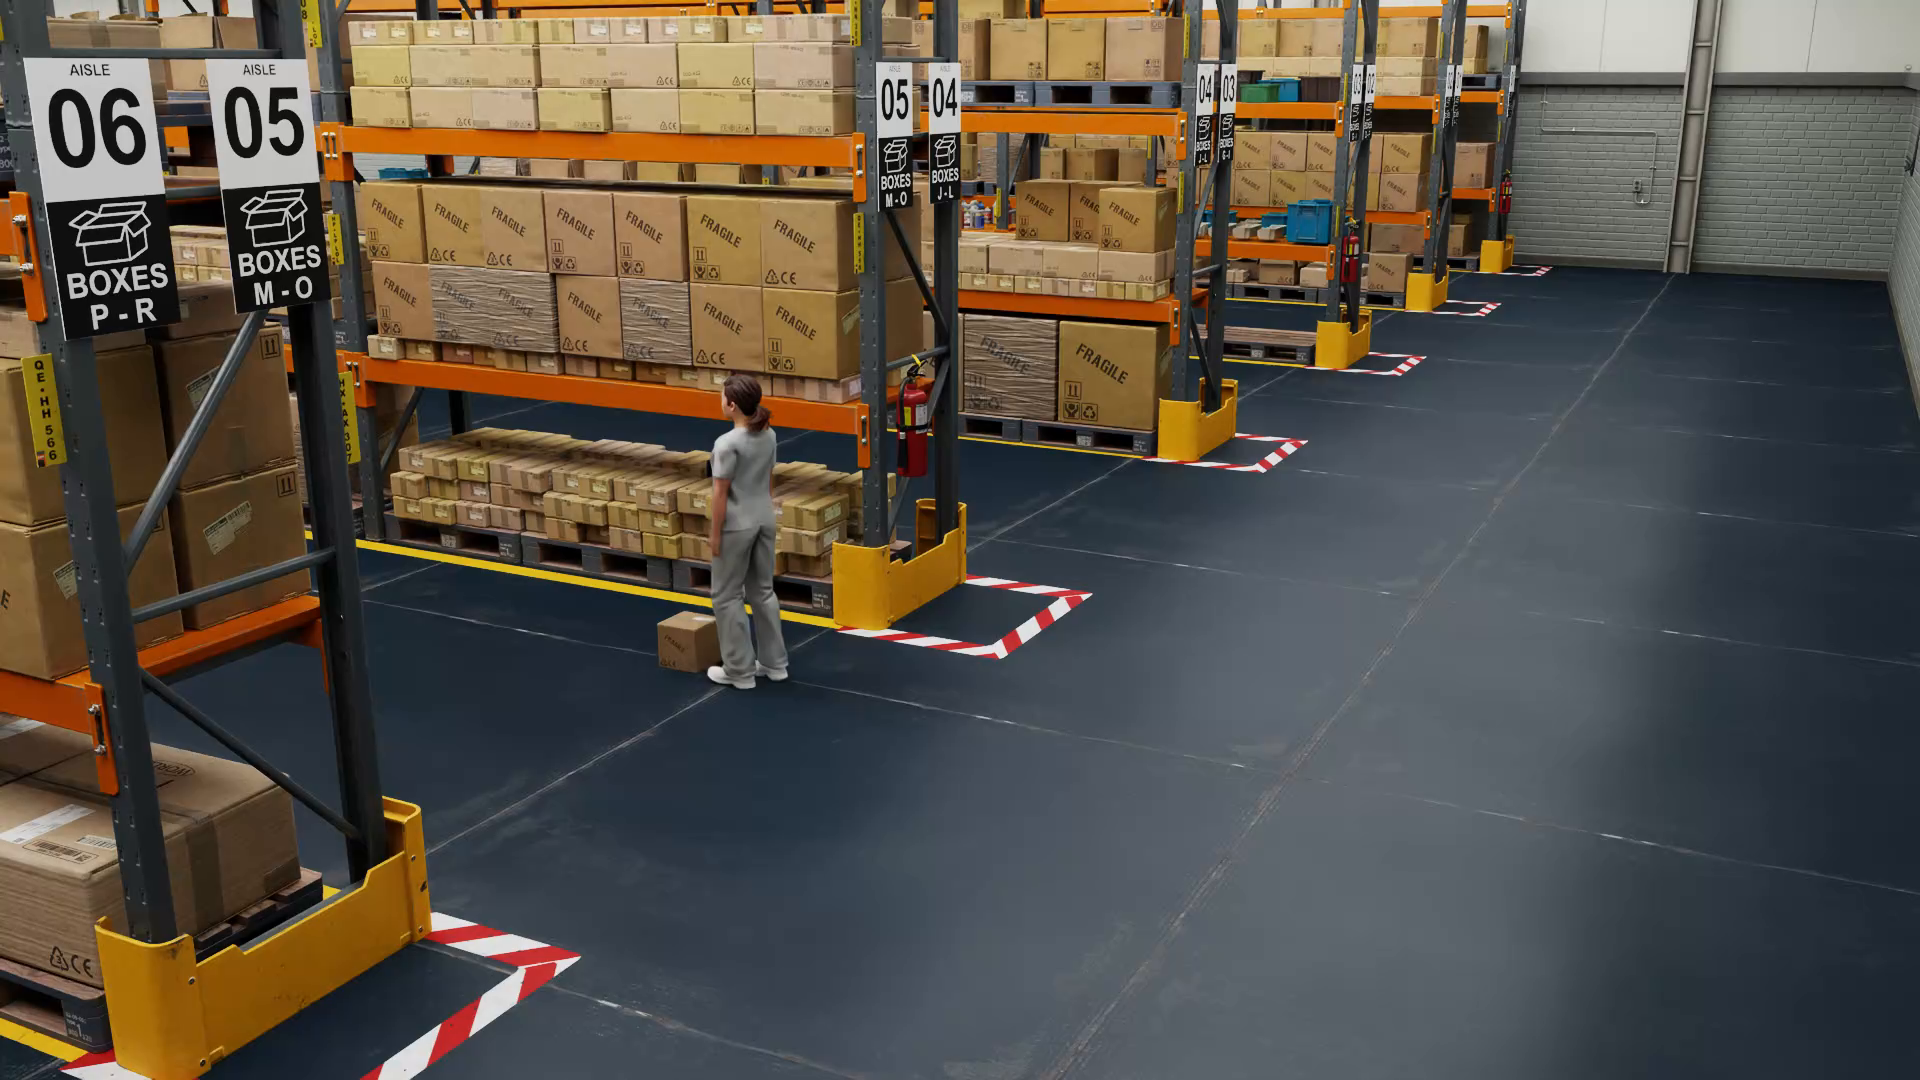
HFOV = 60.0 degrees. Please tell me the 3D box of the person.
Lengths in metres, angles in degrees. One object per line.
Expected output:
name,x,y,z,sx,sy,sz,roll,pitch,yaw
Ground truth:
person,-1.133,-0.044,8.707,0.383,1.668,0.437,12,20,35
